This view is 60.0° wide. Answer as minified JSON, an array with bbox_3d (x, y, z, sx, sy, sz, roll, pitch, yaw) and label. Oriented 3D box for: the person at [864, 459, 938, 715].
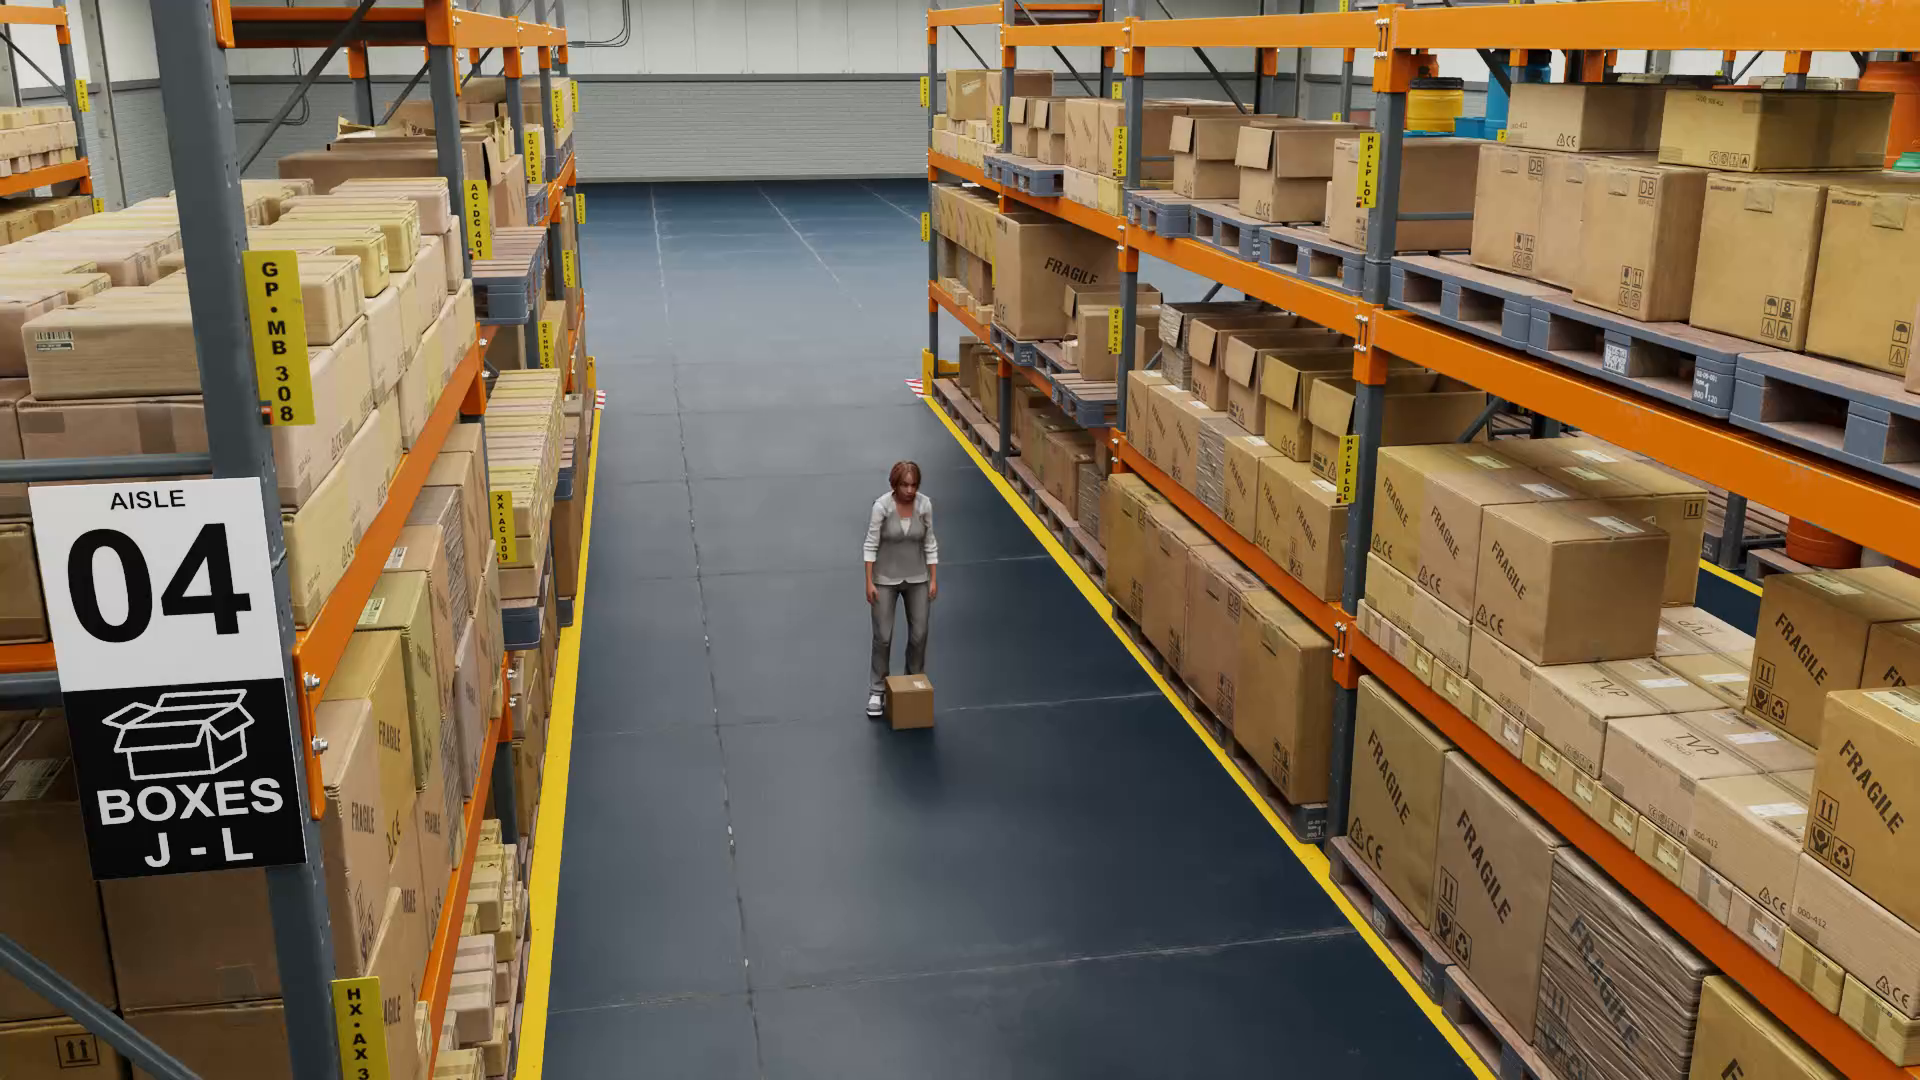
[{"bbox_3d":[-0.361,0.274,10.142,0.478,1.592,0.347,-4,17,-14],"label":"person"}]
